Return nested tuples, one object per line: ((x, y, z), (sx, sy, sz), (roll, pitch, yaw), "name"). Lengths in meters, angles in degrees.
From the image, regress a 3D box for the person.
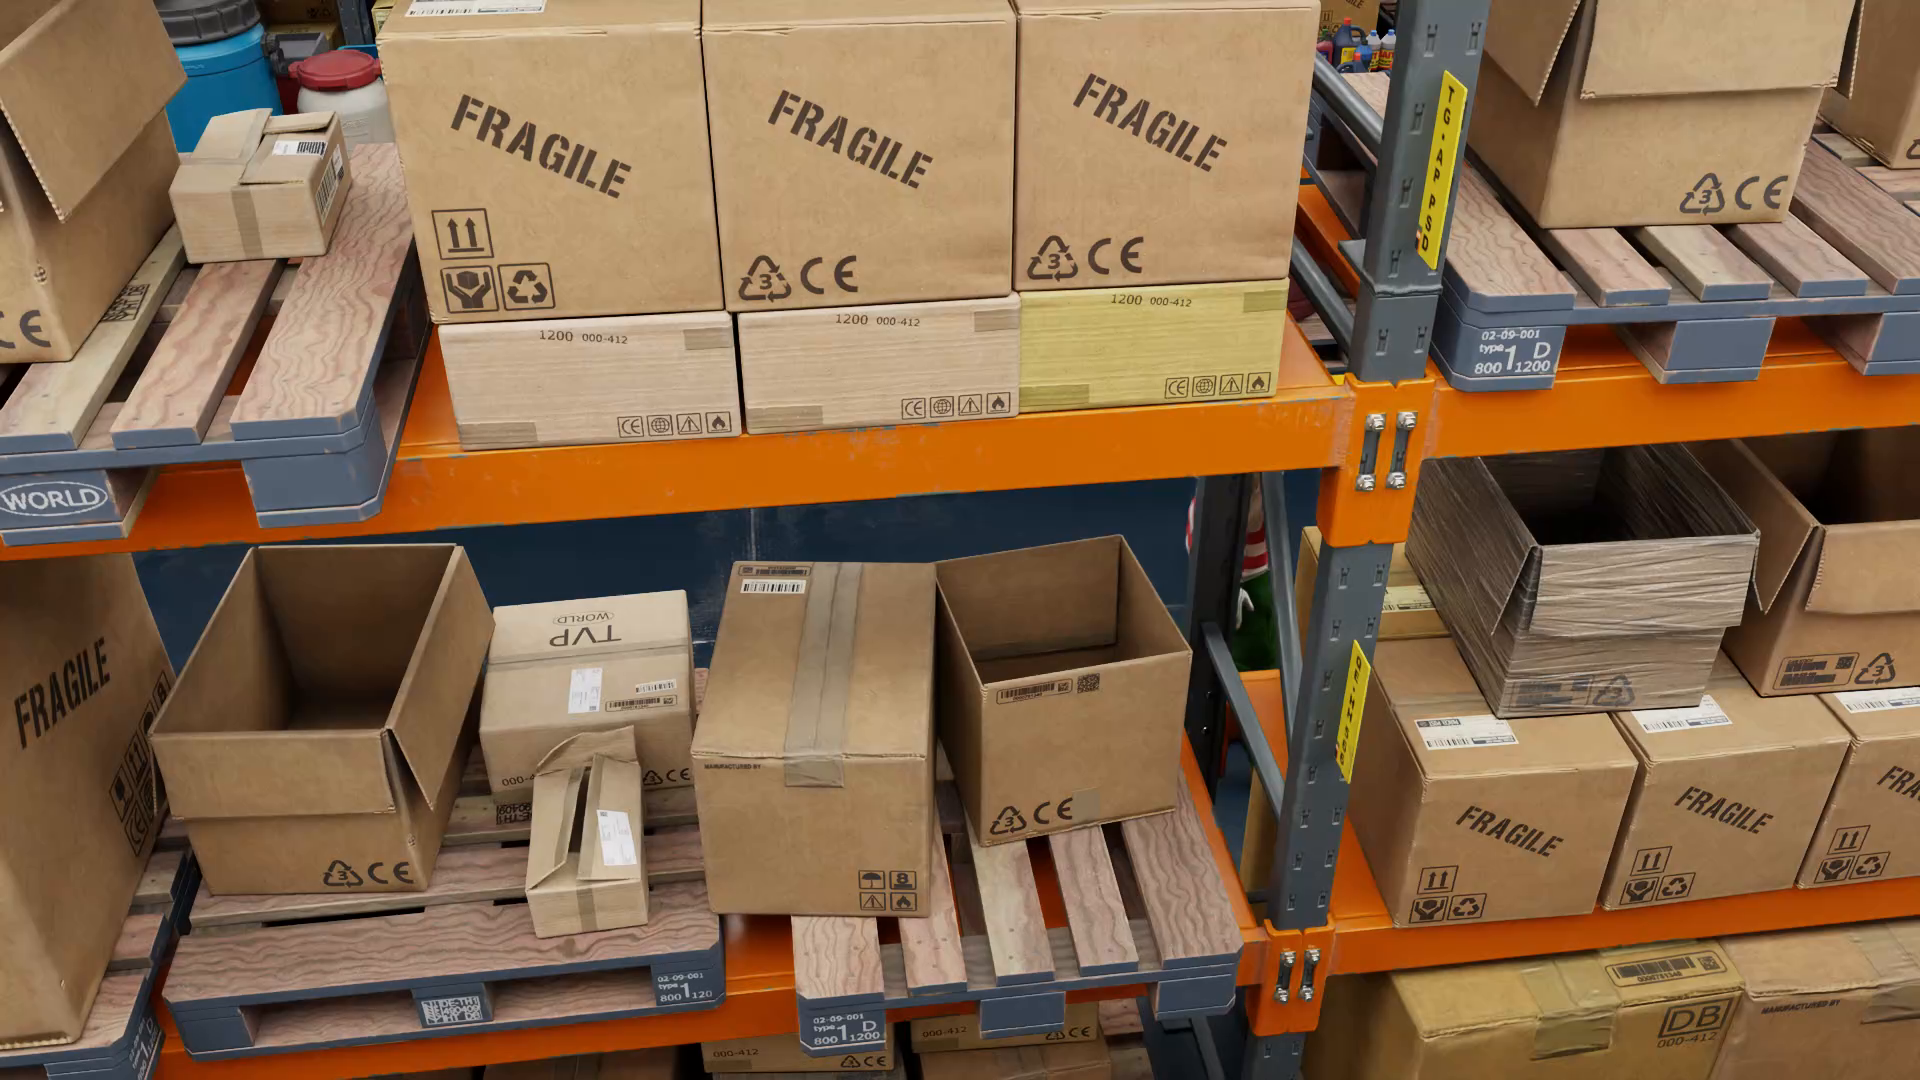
((1.114, 0.073, 6.001), (0.600, 1.791, 0.566), (2, 35, 3), "person")
